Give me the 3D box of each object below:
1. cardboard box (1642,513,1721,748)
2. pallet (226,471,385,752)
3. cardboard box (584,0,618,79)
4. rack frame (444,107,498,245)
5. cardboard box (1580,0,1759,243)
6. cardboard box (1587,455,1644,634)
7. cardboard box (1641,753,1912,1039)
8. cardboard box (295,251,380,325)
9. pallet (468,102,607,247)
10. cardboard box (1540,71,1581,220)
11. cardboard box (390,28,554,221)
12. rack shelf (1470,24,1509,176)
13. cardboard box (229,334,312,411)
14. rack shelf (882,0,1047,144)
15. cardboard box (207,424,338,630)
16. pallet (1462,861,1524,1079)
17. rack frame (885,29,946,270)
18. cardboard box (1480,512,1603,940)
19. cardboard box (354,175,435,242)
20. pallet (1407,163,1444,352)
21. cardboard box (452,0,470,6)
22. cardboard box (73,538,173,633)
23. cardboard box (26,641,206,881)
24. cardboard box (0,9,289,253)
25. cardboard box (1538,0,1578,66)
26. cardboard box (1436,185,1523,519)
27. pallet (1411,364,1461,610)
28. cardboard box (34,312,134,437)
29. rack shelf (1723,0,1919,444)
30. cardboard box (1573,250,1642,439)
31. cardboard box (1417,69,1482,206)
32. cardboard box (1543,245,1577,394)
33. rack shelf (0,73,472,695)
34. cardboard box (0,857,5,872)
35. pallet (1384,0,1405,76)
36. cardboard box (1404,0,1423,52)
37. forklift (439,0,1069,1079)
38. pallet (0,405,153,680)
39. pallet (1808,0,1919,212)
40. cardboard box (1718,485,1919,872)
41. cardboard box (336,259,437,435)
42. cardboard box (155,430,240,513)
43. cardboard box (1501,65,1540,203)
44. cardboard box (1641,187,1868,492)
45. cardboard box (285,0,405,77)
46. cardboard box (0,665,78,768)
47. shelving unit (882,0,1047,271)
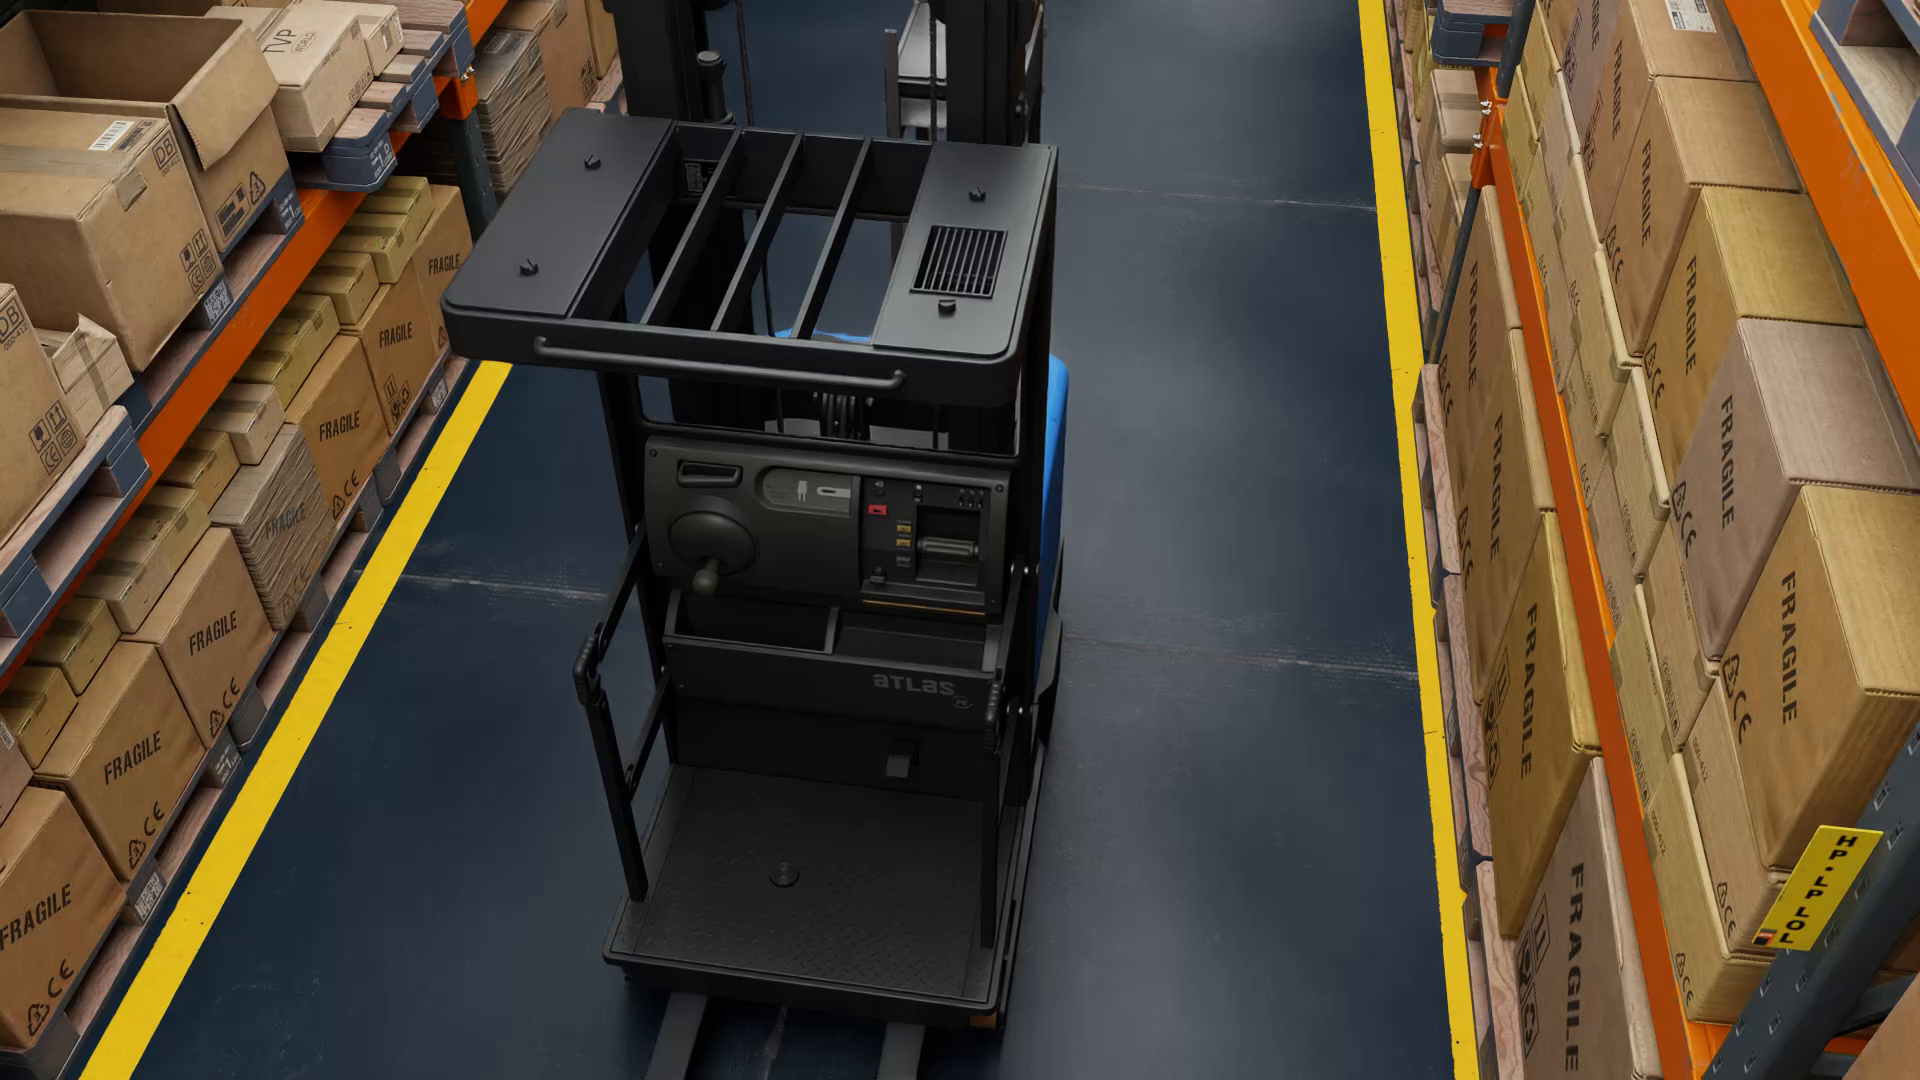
[{"bbox_3d":[1.799,0.210,3.592,0.500,0.250,0.500,6,44,7],"label":"cardboard box"},{"bbox_3d":[-2.769,0.173,5.914,1.003,0.211,1.213,5,44,6],"label":"pallet"},{"bbox_3d":[-2.206,-2.793,8.440,0.875,0.625,0.625,4,44,4],"label":"cardboard box"},{"bbox_3d":[-2.469,-2.174,6.364,1.000,3.000,0.127,5,44,6],"label":"rack frame"},{"bbox_3d":[2.004,-1.121,4.452,0.500,0.500,0.500,6,44,7],"label":"cardboard box"},{"bbox_3d":[1.886,0.038,4.138,0.500,0.250,0.500,4,44,4],"label":"cardboard box"},{"bbox_3d":[1.732,0.727,3.410,0.500,0.250,0.500,4,44,5],"label":"cardboard box"},{"bbox_3d":[-2.367,-0.930,6.092,0.380,0.149,0.250,4,44,4],"label":"cardboard box"},{"bbox_3d":[-2.322,-1.719,7.912,1.003,0.211,1.213,5,44,6],"label":"pallet"},{"bbox_3d":[2.070,-1.177,5.057,0.500,0.250,0.500,6,44,7],"label":"cardboard box"},{"bbox_3d":[-2.373,-1.888,7.484,0.875,0.625,0.625,7,44,7],"label":"cardboard box"},{"bbox_3d":[2.716,-2.827,7.577,1.077,0.370,4.000,5,44,6],"label":"rack shelf"},{"bbox_3d":[-2.480,-0.584,5.726,0.380,0.149,0.250,5,44,5],"label":"cardboard box"},{"bbox_3d":[0.022,-1.329,5.128,0.431,0.518,0.480,6,44,6],"label":"rack shelf"},{"bbox_3d":[-2.505,-0.058,5.642,0.500,0.500,0.500,4,44,4],"label":"cardboard box"},{"bbox_3d":[1.950,1.481,4.533,1.003,0.211,1.213,5,44,6],"label":"pallet"},{"bbox_3d":[-0.015,-0.665,5.425,0.400,2.100,0.015,6,44,6],"label":"rack frame"},{"bbox_3d":[2.037,0.574,4.702,0.875,0.875,0.875,6,44,7],"label":"cardboard box"},{"bbox_3d":[-2.283,-1.295,6.476,0.380,0.149,0.250,3,44,3],"label":"cardboard box"},{"bbox_3d":[2.556,-1.245,7.411,1.003,0.211,1.213,5,44,6],"label":"pallet"},{"bbox_3d":[-2.168,-2.400,6.712,0.500,0.250,0.500,5,44,6],"label":"cardboard box"},{"bbox_3d":[-2.611,0.125,4.977,0.380,0.149,0.250,5,44,5],"label":"cardboard box"},{"bbox_3d":[-2.650,0.634,4.911,0.500,0.500,0.500,5,44,5],"label":"cardboard box"},{"bbox_3d":[-2.502,-1.235,4.992,0.797,0.503,0.637,4,44,5],"label":"cardboard box"},{"bbox_3d":[2.144,-1.811,5.181,0.500,0.500,0.500,4,44,4],"label":"cardboard box"},{"bbox_3d":[2.278,-0.643,5.987,0.875,0.875,0.875,5,44,5],"label":"cardboard box"},{"bbox_3d":[2.273,-0.182,6.289,1.003,0.211,1.213,5,44,6],"label":"pallet"},{"bbox_3d":[-2.434,-0.463,4.350,0.396,0.266,0.258,7,44,8],"label":"cardboard box"},{"bbox_3d":[2.187,-1.190,3.667,1.077,0.370,4.000,5,44,6],"label":"rack shelf"},{"bbox_3d":[1.912,-0.494,4.336,0.500,0.250,0.500,6,44,6],"label":"cardboard box"},{"bbox_3d":[2.626,-1.811,7.587,0.950,0.372,0.625,4,44,5],"label":"cardboard box"},{"bbox_3d":[2.012,-0.652,4.865,0.500,0.250,0.500,7,44,7],"label":"cardboard box"},{"bbox_3d":[-2.733,-0.550,5.172,1.077,0.370,4.000,5,44,6],"label":"rack shelf"},{"bbox_3d":[-2.687,0.852,4.210,0.380,0.149,0.250,7,44,7],"label":"cardboard box"},{"bbox_3d":[2.879,-2.908,9.168,1.003,0.211,1.213,5,44,6],"label":"pallet"},{"bbox_3d":[2.822,-2.802,8.633,0.950,0.372,0.625,8,44,8],"label":"cardboard box"},{"bbox_3d":[-0.372,0.064,4.051,1.130,2.935,3.031,6,44,6],"label":"forklift"},{"bbox_3d":[-2.784,0.087,4.116,1.003,0.211,1.213,5,44,6],"label":"pallet"},{"bbox_3d":[1.995,-0.648,2.710,0.805,0.209,1.217,4,44,4],"label":"pallet"},{"bbox_3d":[1.733,0.274,2.979,0.500,0.500,0.500,7,44,7],"label":"cardboard box"},{"bbox_3d":[-2.388,-0.771,6.395,0.500,0.500,0.500,5,44,5],"label":"cardboard box"},{"bbox_3d":[-2.569,-0.231,5.353,0.380,0.149,0.250,5,44,6],"label":"cardboard box"},{"bbox_3d":[2.137,-1.360,5.614,0.500,0.250,0.500,5,44,5],"label":"cardboard box"},{"bbox_3d":[1.880,-0.423,3.715,0.500,0.500,0.500,6,44,7],"label":"cardboard box"},{"bbox_3d":[-2.176,-1.753,5.797,0.380,0.149,0.250,6,44,6],"label":"cardboard box"},{"bbox_3d":[-2.704,0.480,4.602,0.380,0.149,0.250,3,44,3],"label":"cardboard box"},{"bbox_3d":[0.022,-0.831,5.600,0.431,2.100,0.503,6,44,6],"label":"shelving unit"}]
